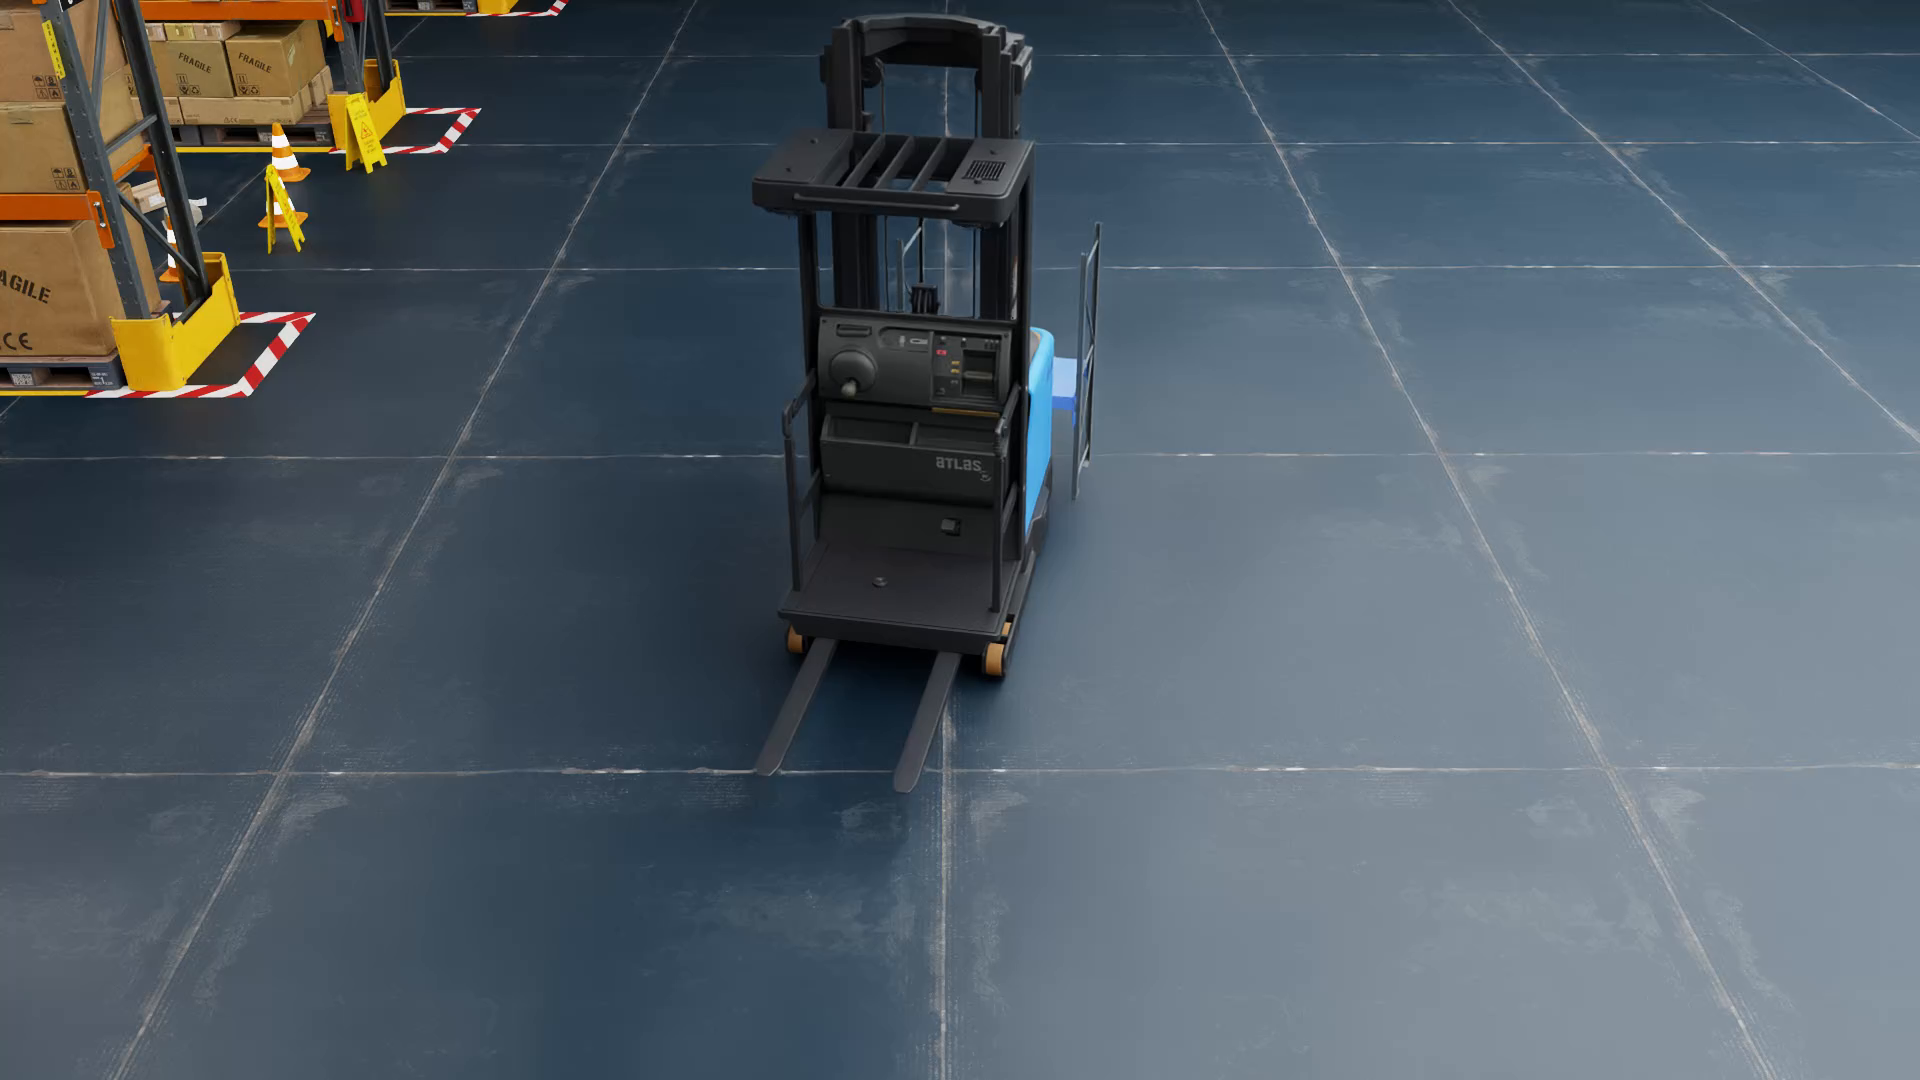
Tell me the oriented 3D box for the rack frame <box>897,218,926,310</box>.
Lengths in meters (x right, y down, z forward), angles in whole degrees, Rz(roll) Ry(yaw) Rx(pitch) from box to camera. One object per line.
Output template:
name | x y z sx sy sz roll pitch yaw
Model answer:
rack frame | -0.272 -1.126 9.660 0.032 1.500 0.500 7 32 11

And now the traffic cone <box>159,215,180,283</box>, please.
traffic cone | -5.837 -2.206 12.440 0.334 0.463 0.336 0 31 0

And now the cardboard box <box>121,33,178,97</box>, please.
cardboard box | -7.255 -4.309 14.983 0.500 0.500 0.500 -1 31 -1

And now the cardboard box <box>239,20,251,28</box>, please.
cardboard box | -6.783 -4.584 15.437 0.500 0.500 0.500 -1 31 -2

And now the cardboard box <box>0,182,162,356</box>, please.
cardboard box | -5.975 -1.791 10.953 0.875 0.875 0.875 0 31 0

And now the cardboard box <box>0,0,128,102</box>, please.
cardboard box | -5.669 -3.100 10.283 0.550 0.550 0.875 0 31 0

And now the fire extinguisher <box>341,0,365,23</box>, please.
fire extinguisher | -5.311 -4.851 14.429 0.183 0.674 0.296 0 31 0

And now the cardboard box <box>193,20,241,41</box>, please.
cardboard box | -6.595 -4.551 14.757 0.250 0.149 0.380 1 31 1

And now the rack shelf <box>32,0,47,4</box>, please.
rack shelf | -7.298 -3.524 9.969 4.000 0.370 1.077 0 31 0

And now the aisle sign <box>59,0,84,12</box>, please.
aisle sign | -5.225 -3.512 9.640 0.004 0.787 0.394 0 31 0

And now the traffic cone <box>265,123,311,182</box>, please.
traffic cone | -5.851 -3.368 14.355 0.334 0.463 0.336 0 31 0

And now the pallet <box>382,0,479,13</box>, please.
pallet | -6.227 -6.482 19.729 1.213 0.211 1.003 0 31 0

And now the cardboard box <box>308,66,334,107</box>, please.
cardboard box | -6.237 -4.268 15.639 0.500 0.250 0.500 0 31 -1

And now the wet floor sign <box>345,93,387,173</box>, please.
wet floor sign | -5.232 -3.562 14.499 0.232 0.644 0.267 10 33 17

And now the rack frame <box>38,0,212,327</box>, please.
rack frame | -5.298 -2.556 10.571 0.127 3.000 1.000 0 31 0

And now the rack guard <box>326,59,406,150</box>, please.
rack guard | -5.505 -4.054 15.450 0.348 0.500 1.175 0 31 0

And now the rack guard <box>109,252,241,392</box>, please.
rack guard | -5.274 -1.487 11.219 0.348 0.500 1.175 0 31 0

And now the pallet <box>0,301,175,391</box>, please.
pallet | -6.097 -1.320 11.223 1.213 0.211 1.003 0 31 0

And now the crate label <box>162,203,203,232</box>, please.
crate label | -6.290 -2.619 13.435 0.298 0.136 0.250 -17 35 -26

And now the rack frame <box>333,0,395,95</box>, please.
rack frame | -5.429 -5.123 14.802 0.127 3.000 1.000 0 31 0

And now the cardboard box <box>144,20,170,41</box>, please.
cardboard box | -7.110 -4.552 14.759 0.250 0.149 0.380 1 31 2

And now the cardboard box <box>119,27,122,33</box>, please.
cardboard box | -7.783 -4.305 14.977 0.500 0.500 0.500 1 31 2

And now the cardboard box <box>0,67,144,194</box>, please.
cardboard box | -5.668 -2.595 10.491 0.550 0.550 0.875 0 31 0

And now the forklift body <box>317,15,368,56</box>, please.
forklift body | -7.347 -6.383 17.696 1.214 2.155 2.313 0 31 0

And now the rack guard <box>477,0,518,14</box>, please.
rack guard | -5.438 -6.629 19.694 0.348 0.500 1.175 0 31 0

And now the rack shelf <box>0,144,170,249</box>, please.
rack shelf | -7.298 -2.242 10.747 4.000 0.370 1.077 0 31 0

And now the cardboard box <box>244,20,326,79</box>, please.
cardboard box | -6.261 -4.588 15.443 0.500 0.500 0.500 -1 31 -2

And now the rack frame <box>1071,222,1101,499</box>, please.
rack frame | 0.718 -1.006 9.462 0.032 1.500 0.500 7 32 11

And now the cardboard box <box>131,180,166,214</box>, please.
cardboard box | -6.726 -2.852 13.808 0.250 0.149 0.380 16 35 25

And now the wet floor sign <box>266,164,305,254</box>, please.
wet floor sign | -5.281 -2.576 12.874 0.232 0.644 0.267 -5 32 -9

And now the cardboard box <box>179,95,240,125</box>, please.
cardboard box | -6.753 -3.987 15.176 0.500 0.250 0.500 0 31 0

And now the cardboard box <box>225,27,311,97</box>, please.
cardboard box | -6.228 -4.310 14.985 0.500 0.500 0.500 0 31 0

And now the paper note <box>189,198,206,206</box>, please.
paper note | -6.362 -2.818 13.866 0.142 0.019 0.148 -11 33 -17

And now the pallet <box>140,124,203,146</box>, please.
pallet | -7.534 -3.944 15.547 1.213 0.211 1.003 0 31 0

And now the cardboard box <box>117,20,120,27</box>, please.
cardboard box | -7.820 -4.581 15.431 0.500 0.500 0.500 1 31 2

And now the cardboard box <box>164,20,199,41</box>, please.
cardboard box | -6.846 -4.552 14.759 0.250 0.149 0.380 0 31 1

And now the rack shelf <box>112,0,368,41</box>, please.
rack shelf | -7.428 -4.809 14.978 4.000 0.370 1.077 0 31 0

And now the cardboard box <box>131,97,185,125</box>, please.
cardboard box | -7.277 -3.983 15.169 0.500 0.250 0.500 -1 31 -2

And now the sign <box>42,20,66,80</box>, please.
sign | -5.308 -2.871 9.745 0.005 0.325 0.100 0 31 0

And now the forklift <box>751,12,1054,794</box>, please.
forklift | -0.258 -0.792 7.730 1.130 2.935 3.031 6 32 9

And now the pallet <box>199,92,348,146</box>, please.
pallet | -6.317 -3.946 15.551 1.213 0.211 1.003 0 31 0

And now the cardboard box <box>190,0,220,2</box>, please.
cardboard box | -6.568 -4.839 14.576 0.250 0.149 0.380 0 31 1

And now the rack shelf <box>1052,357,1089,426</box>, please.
rack shelf | 0.223 -0.912 9.654 1.000 0.185 0.538 7 32 11

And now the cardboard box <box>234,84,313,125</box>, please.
cardboard box | -6.259 -3.985 15.172 0.500 0.250 0.500 0 31 -1

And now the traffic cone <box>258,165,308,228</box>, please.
traffic cone | -5.504 -2.793 13.408 0.334 0.463 0.336 0 31 0

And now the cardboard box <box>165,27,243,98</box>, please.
cardboard box | -6.750 -4.307 14.979 0.500 0.500 0.500 1 31 2

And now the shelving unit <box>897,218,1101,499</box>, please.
shelving unit | 0.223 -1.066 9.561 1.048 1.500 0.538 7 32 11
